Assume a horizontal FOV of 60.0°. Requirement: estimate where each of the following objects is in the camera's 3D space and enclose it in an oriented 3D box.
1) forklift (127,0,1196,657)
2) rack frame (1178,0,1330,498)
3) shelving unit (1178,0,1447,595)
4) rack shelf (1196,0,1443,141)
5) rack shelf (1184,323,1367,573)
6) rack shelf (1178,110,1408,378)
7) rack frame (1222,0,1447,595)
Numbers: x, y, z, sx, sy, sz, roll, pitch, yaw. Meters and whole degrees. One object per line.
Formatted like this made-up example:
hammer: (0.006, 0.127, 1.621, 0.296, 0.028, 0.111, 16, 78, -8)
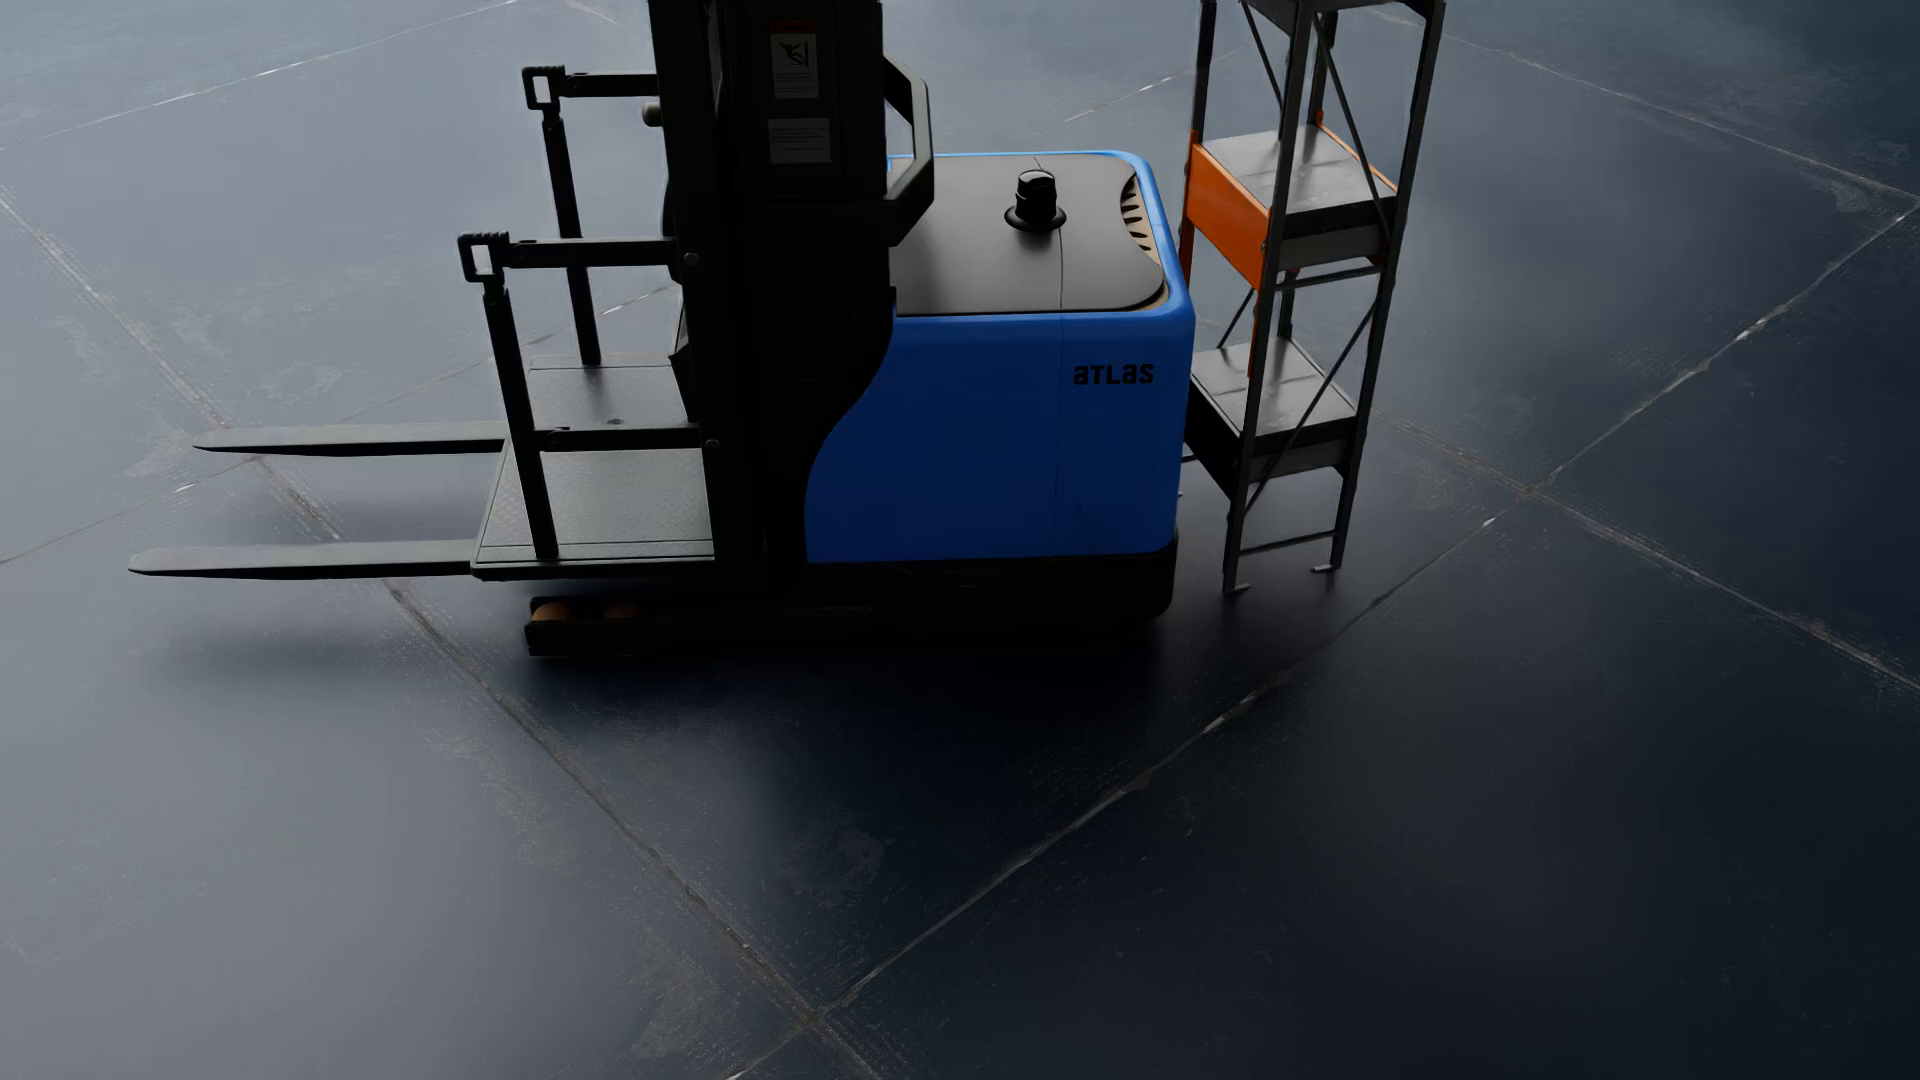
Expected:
forklift: (-0.906, -1.138, 4.326, 3.031, 2.935, 1.130, -2, 39, -2)
rack frame: (0.828, -0.985, 4.799, 0.400, 2.100, 0.015, -12, 40, -15)
shelving unit: (0.908, -0.840, 4.619, 0.431, 2.100, 0.503, -12, 40, -15)
rack shelf: (0.908, -1.374, 4.188, 0.431, 0.518, 0.480, -12, 40, -15)
rack shelf: (0.908, -0.285, 5.068, 0.431, 0.518, 0.480, -12, 40, -15)
rack shelf: (0.908, -0.830, 4.628, 0.431, 0.518, 0.480, -12, 40, -15)
rack frame: (0.987, -0.695, 4.440, 0.400, 2.100, 0.015, -12, 40, -15)
